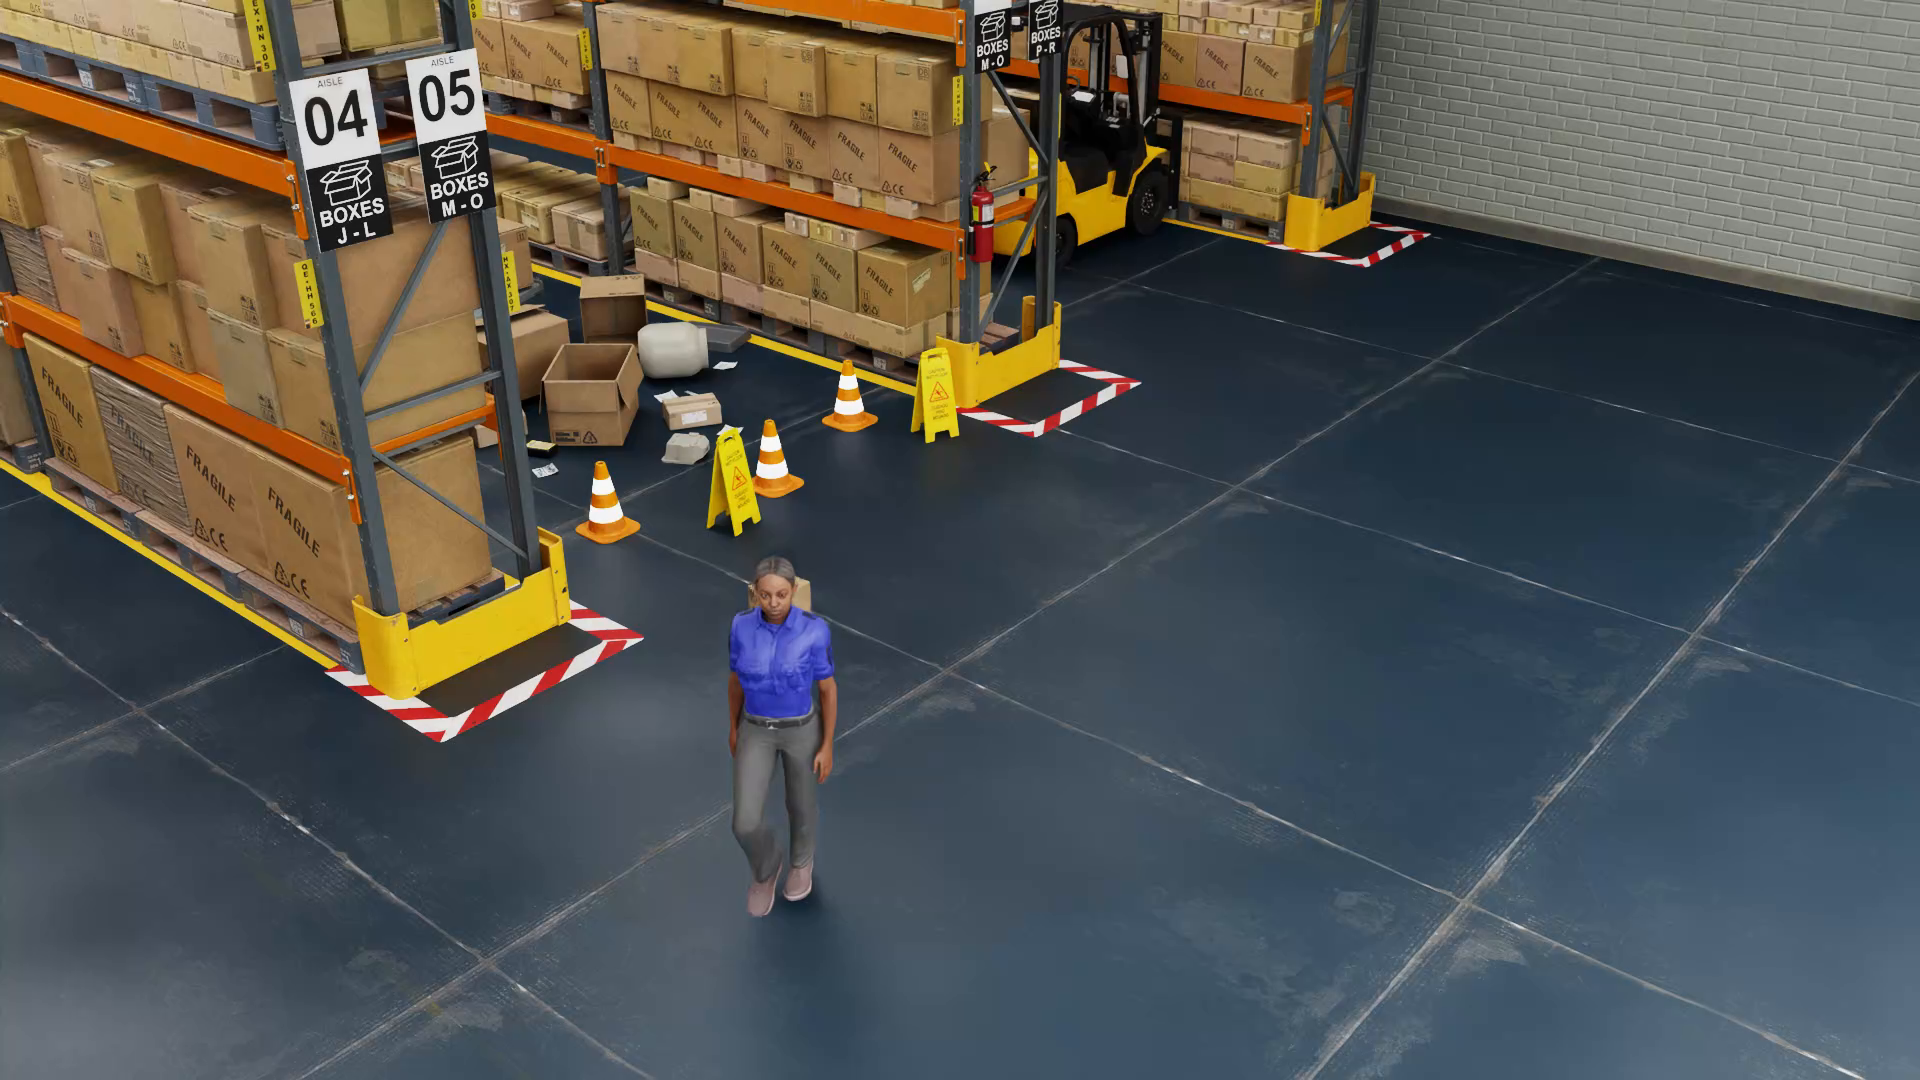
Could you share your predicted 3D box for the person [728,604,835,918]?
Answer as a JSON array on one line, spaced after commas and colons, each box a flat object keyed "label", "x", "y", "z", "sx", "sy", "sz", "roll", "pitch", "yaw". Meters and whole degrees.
[{"label": "person", "x": -0.739, "y": 0.954, "z": 7.020, "sx": 0.443, "sy": 1.498, "sz": 0.477, "roll": 1, "pitch": 28, "yaw": 2}]
